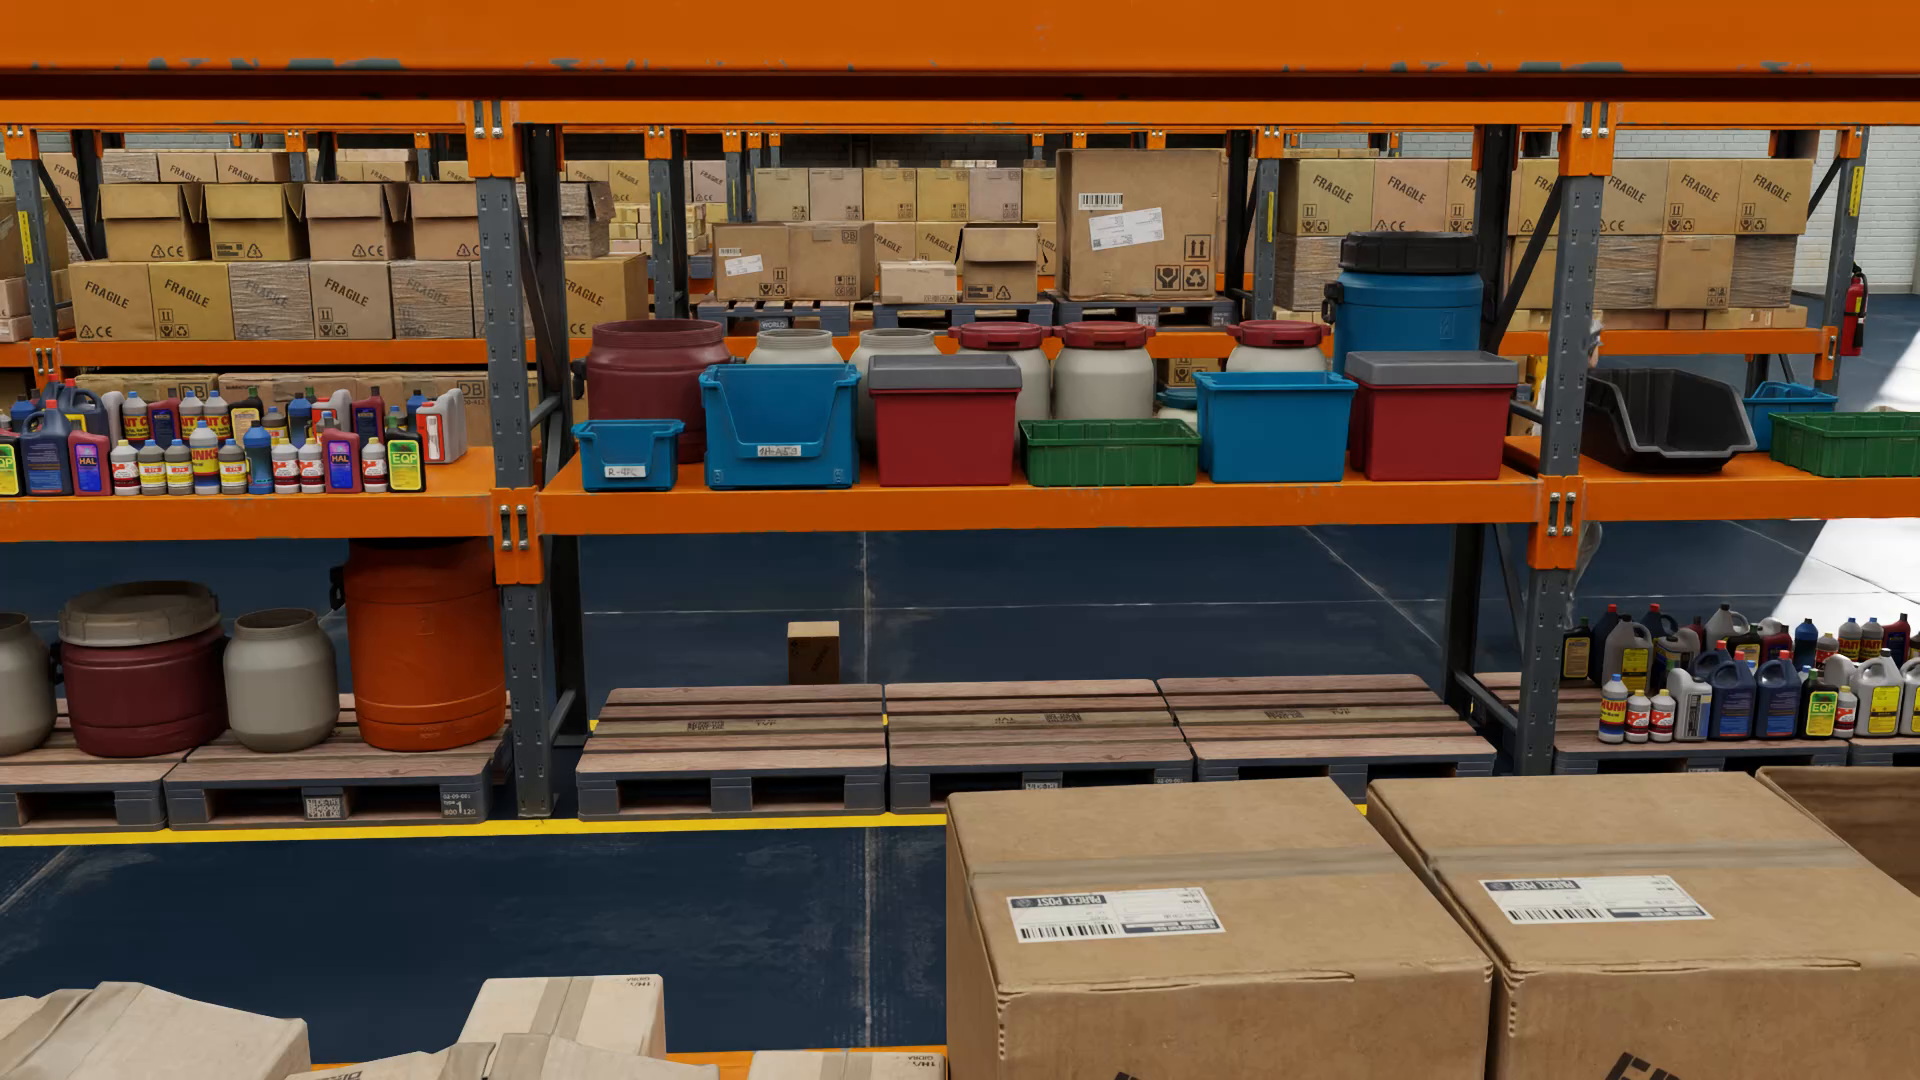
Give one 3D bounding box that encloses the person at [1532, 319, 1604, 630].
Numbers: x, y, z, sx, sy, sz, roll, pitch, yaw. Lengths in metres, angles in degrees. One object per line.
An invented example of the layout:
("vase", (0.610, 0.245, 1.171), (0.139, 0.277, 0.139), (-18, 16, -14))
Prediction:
("person", (3.168, -0.270, 8.550), (0.472, 1.731, 0.497), (-2, 14, -6))
